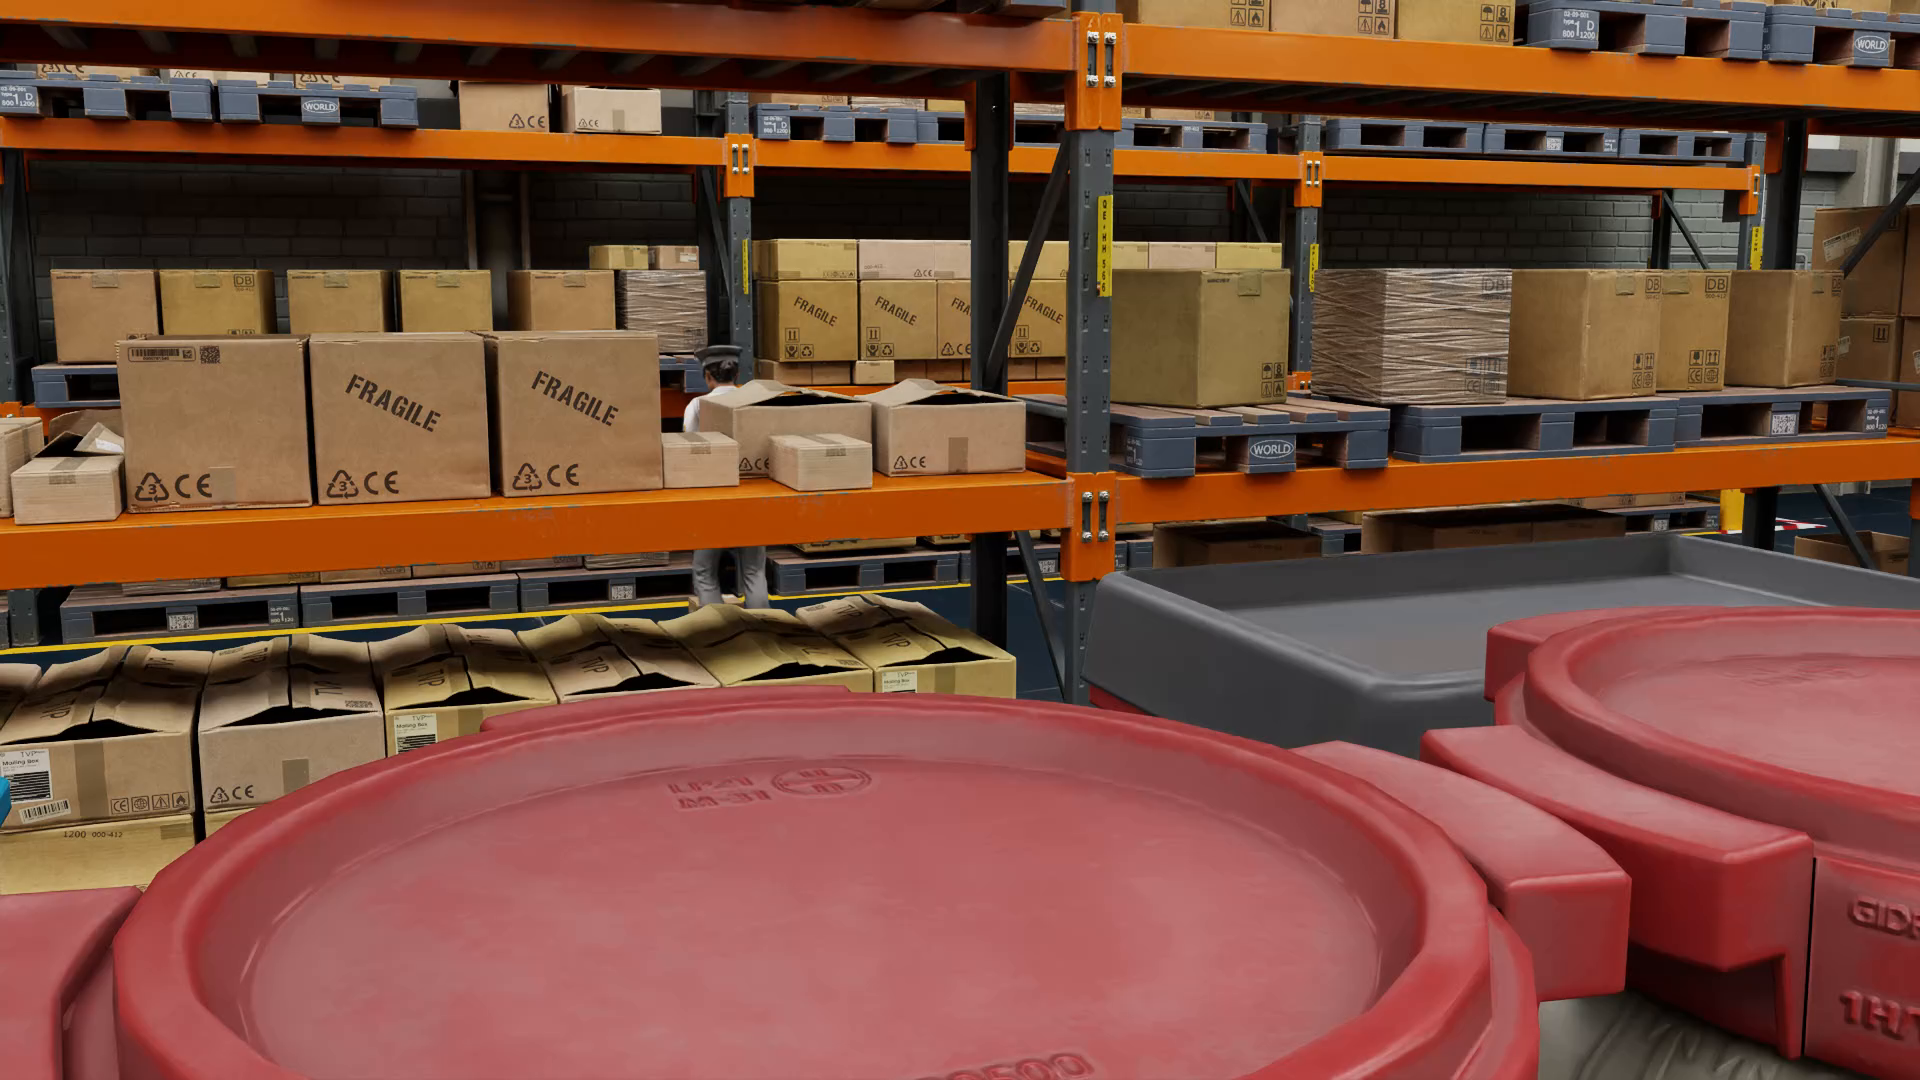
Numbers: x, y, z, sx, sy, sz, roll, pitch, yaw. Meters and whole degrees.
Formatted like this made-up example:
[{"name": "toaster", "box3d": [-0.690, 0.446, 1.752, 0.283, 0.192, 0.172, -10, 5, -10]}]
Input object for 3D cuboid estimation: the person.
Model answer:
[{"name": "person", "box3d": [-1.201, -0.168, 8.519, 0.488, 1.648, 0.395, -3, 10, -20]}]
